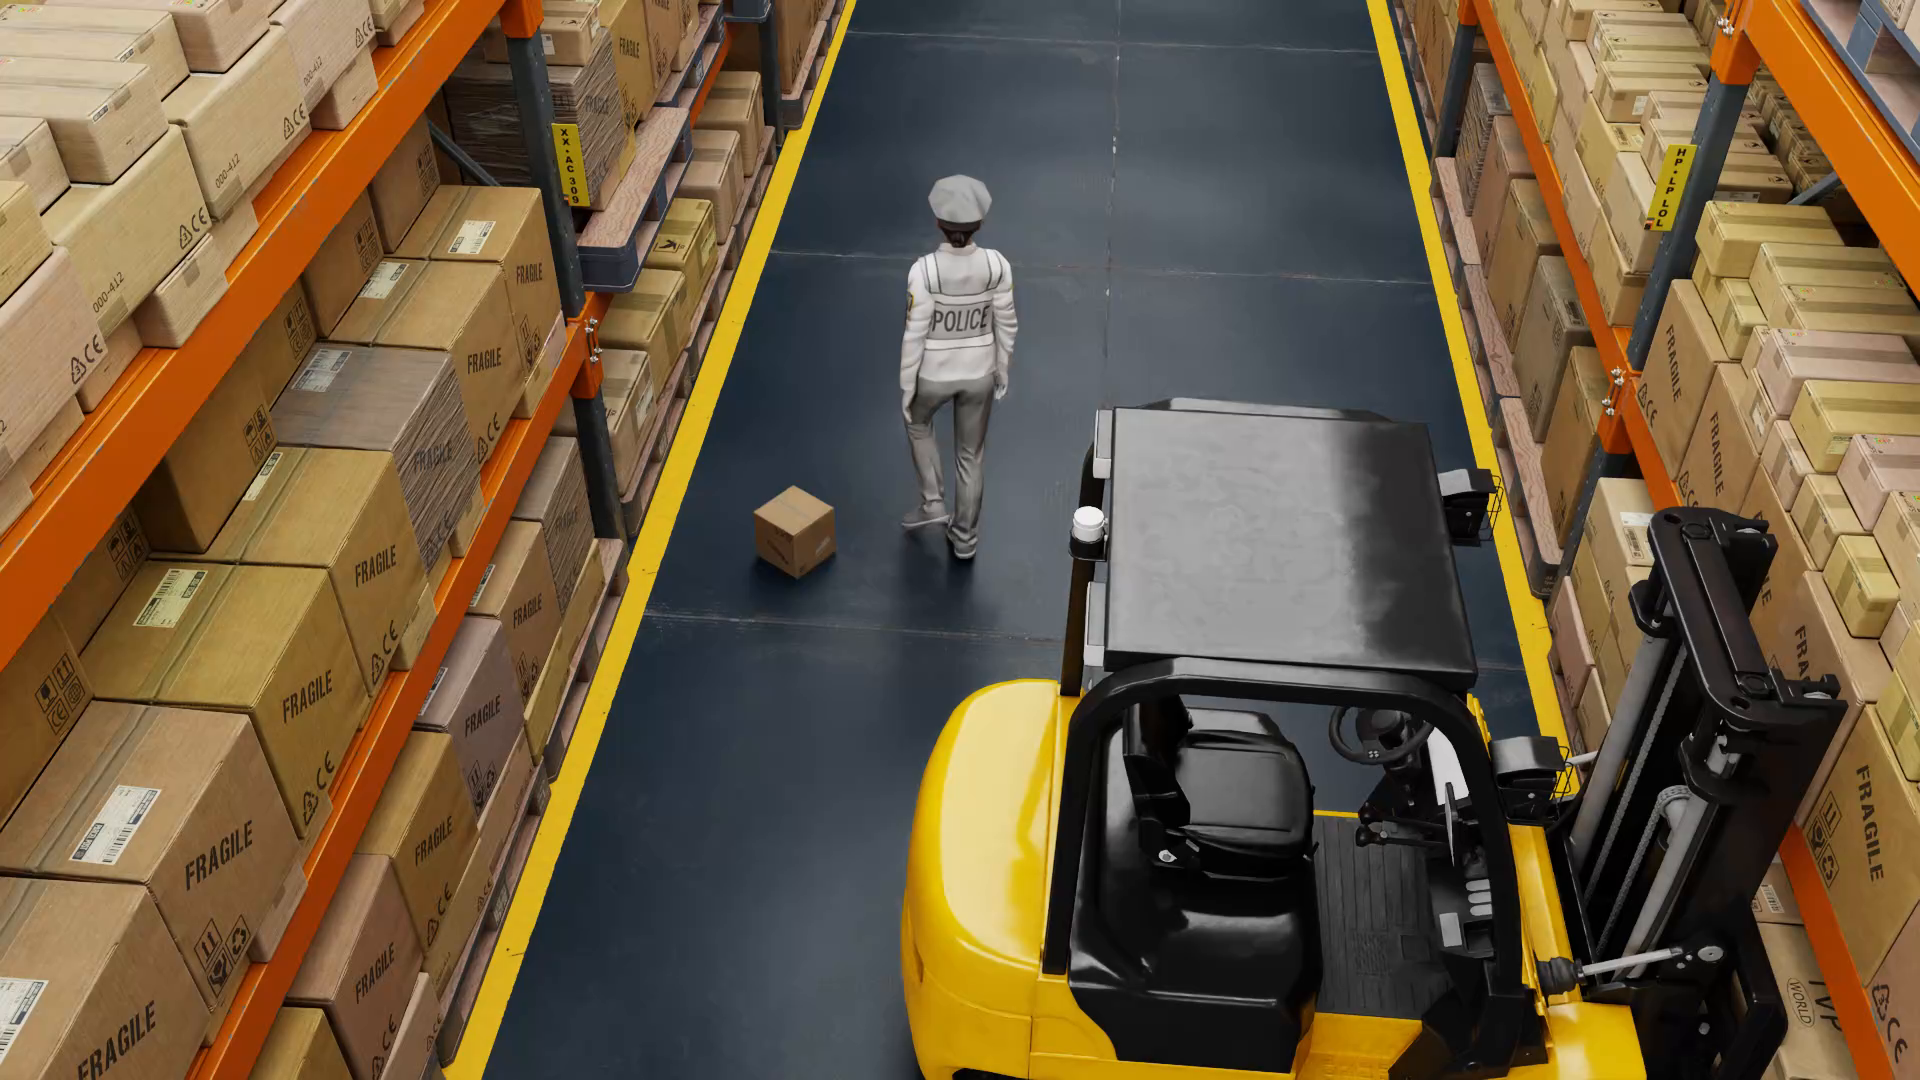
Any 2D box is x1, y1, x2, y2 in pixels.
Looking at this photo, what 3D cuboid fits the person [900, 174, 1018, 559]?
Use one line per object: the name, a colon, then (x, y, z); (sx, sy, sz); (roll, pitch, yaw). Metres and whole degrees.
person: (-0.011, -0.689, 6.931); (0.515, 1.664, 0.481); (-7, 41, -9)
